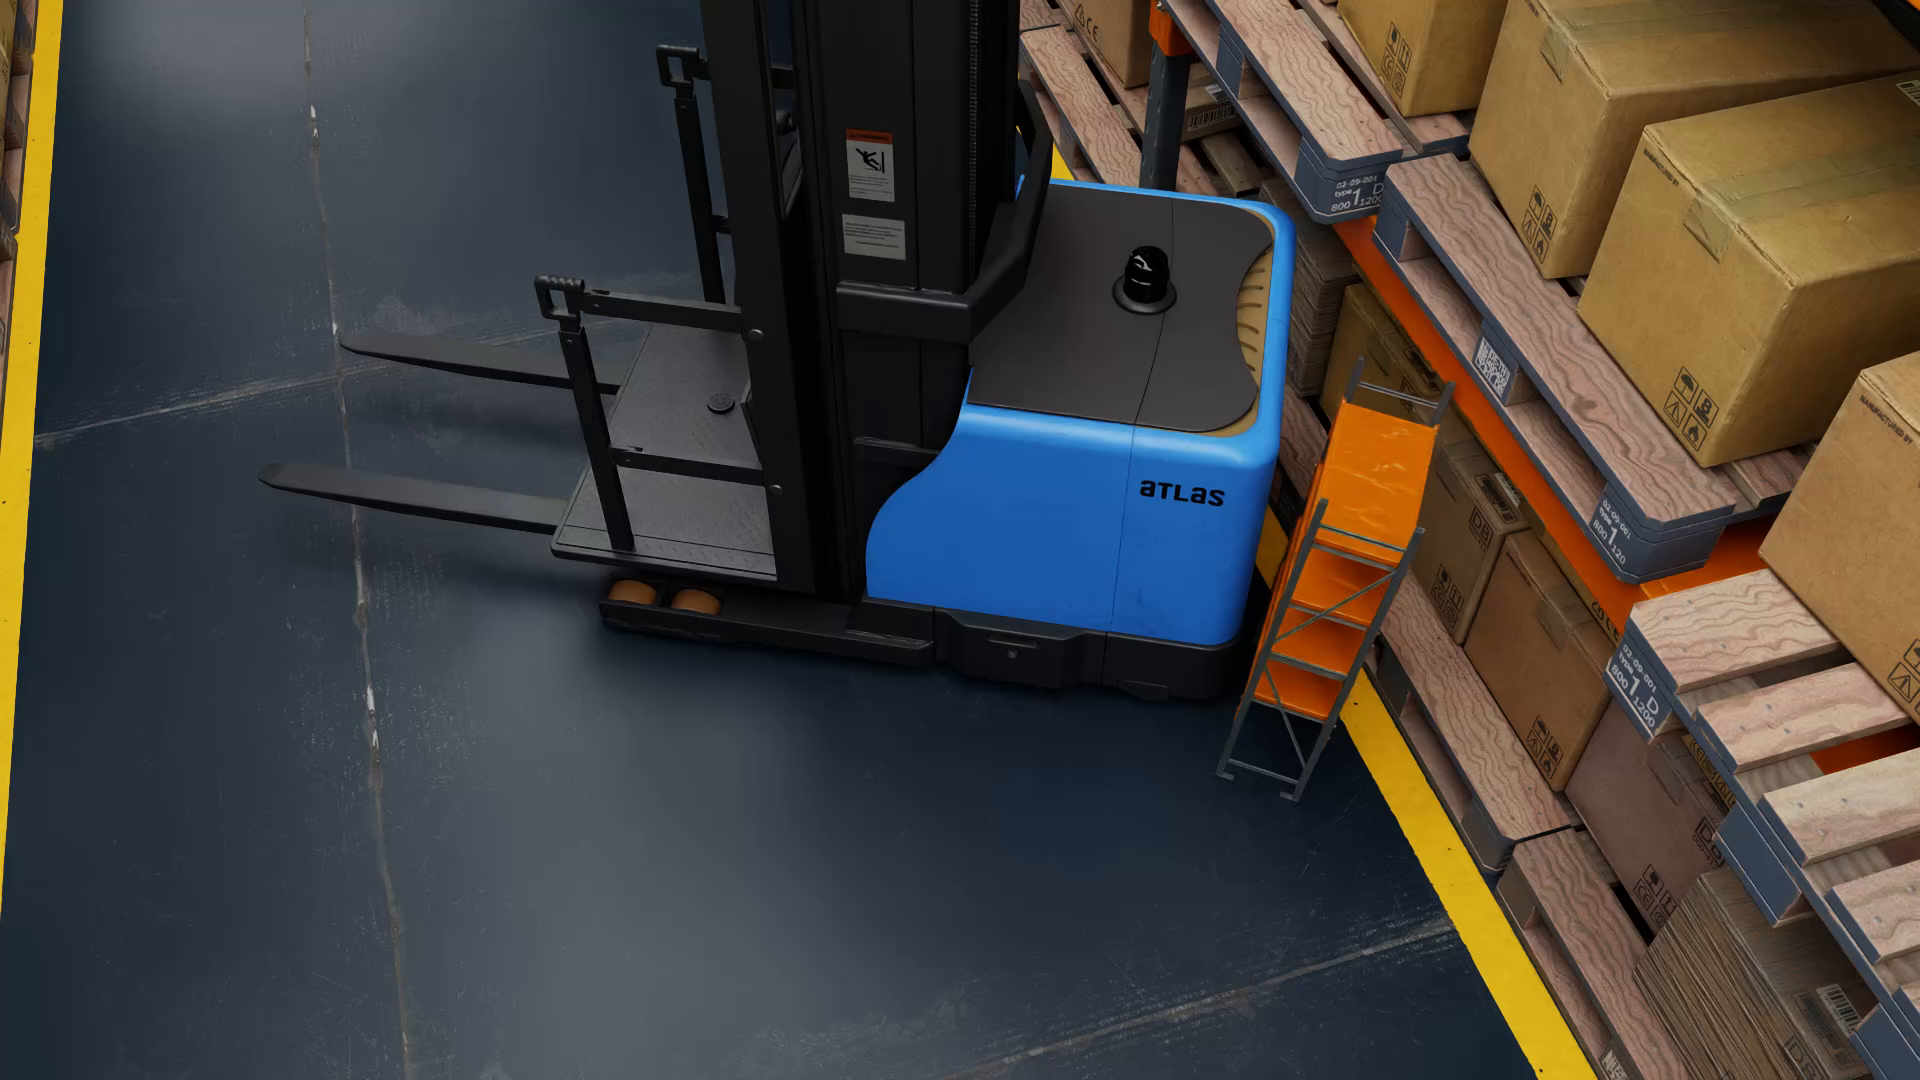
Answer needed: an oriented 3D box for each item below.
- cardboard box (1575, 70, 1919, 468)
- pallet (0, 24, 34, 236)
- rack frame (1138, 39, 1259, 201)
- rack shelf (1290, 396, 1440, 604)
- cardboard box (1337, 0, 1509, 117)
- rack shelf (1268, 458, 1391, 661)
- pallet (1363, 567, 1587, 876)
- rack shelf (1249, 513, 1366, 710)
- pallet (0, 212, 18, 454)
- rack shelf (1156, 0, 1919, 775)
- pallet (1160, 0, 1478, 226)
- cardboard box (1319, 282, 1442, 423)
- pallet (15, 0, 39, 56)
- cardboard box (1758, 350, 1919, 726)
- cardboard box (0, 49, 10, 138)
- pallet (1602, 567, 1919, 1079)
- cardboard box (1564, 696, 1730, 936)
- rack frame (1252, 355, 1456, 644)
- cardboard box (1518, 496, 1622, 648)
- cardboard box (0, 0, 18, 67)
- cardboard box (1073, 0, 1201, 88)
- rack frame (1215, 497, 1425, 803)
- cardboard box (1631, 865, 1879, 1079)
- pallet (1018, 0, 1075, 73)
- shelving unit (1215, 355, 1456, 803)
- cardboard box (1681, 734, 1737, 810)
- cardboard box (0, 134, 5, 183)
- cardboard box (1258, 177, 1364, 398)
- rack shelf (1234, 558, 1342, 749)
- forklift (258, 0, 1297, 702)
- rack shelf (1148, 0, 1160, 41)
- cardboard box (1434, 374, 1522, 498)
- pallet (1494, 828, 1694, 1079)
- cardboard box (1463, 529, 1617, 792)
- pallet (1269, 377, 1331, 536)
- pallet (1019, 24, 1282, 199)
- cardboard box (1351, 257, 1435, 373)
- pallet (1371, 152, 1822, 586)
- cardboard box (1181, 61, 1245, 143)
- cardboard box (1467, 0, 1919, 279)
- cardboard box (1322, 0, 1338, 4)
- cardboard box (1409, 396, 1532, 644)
[{"bbox_3d":[1.767,-0.564,3.410,0.700,0.500,0.500,-13,51,-11],"label":"cardboard box"},{"bbox_3d":[-4.168,-1.526,6.399,1.003,0.211,1.213,-13,51,-11],"label":"pallet"},{"bbox_3d":[1.123,-2.065,5.029,1.000,3.000,0.127,-13,51,-11],"label":"rack frame"},{"bbox_3d":[0.985,-0.104,4.028,0.258,0.148,0.480,18,52,8],"label":"rack shelf"},{"bbox_3d":[1.399,-1.450,4.157,0.700,0.500,0.500,-9,50,-7],"label":"cardboard box"},{"bbox_3d":[0.966,0.043,4.212,0.258,0.148,0.480,18,52,8],"label":"rack shelf"},{"bbox_3d":[1.719,0.295,4.863,1.003,0.211,1.213,-13,51,-11],"label":"pallet"},{"bbox_3d":[0.949,0.182,4.386,0.258,0.148,0.480,18,52,8],"label":"rack shelf"},{"bbox_3d":[-3.804,-0.634,5.646,1.003,0.211,1.213,-13,51,-11],"label":"pallet"},{"bbox_3d":[1.714,-0.372,4.073,1.077,0.370,4.000,-13,51,-11],"label":"rack shelf"},{"bbox_3d":[1.210,-1.412,4.604,1.003,0.211,1.213,-13,51,-11],"label":"pallet"},{"bbox_3d":[1.557,-0.501,5.058,0.700,0.500,0.500,-14,51,-12],"label":"cardboard box"},{"bbox_3d":[-4.525,-2.416,7.148,1.003,0.211,1.213,-13,51,-11],"label":"pallet"},{"bbox_3d":[1.966,-0.061,2.986,0.700,0.500,0.500,-18,52,-14],"label":"cardboard box"},{"bbox_3d":[-3.895,-1.695,6.241,0.500,0.250,0.500,-13,51,-11],"label":"cardboard box"},{"bbox_3d":[1.993,0.422,3.058,1.213,0.211,1.003,-13,51,-11],"label":"pallet"},{"bbox_3d":[2.001,0.604,4.126,0.700,0.500,0.500,-13,51,-11],"label":"cardboard box"},{"bbox_3d":[1.033,-0.036,4.483,0.240,1.200,0.015,18,52,8],"label":"rack frame"},{"bbox_3d":[1.777,-0.040,4.179,0.500,0.250,0.500,-14,51,-11],"label":"cardboard box"},{"bbox_3d":[-4.042,-2.061,6.549,0.500,0.250,0.500,-13,51,-11],"label":"cardboard box"},{"bbox_3d":[0.777,-2.150,6.448,0.500,0.500,0.500,-17,52,-14],"label":"cardboard box"},{"bbox_3d":[0.875,0.317,4.185,0.240,1.200,0.015,18,52,8],"label":"rack frame"},{"bbox_3d":[2.043,1.006,3.787,0.700,0.500,0.500,-13,51,-10],"label":"cardboard box"},{"bbox_3d":[0.526,-2.541,7.254,1.003,0.211,1.213,-13,51,-11],"label":"pallet"},{"bbox_3d":[0.954,0.141,4.334,0.258,1.200,0.503,18,52,8],"label":"shelving unit"},{"bbox_3d":[1.934,0.334,3.863,0.500,0.250,0.500,-12,51,-10],"label":"cardboard box"},{"bbox_3d":[-3.742,-1.331,5.934,0.500,0.250,0.500,-13,51,-11],"label":"cardboard box"},{"bbox_3d":[1.356,-0.867,5.366,0.700,0.500,0.500,-12,51,-10],"label":"cardboard box"},{"bbox_3d":[0.934,0.306,4.541,0.258,0.148,0.480,18,52,8],"label":"rack shelf"},{"bbox_3d":[-0.615,-1.031,4.202,3.031,2.935,1.130,8,50,7],"label":"forklift"},{"bbox_3d":[0.531,-3.294,6.535,1.077,0.370,4.000,-13,51,-11],"label":"rack shelf"},{"bbox_3d":[1.647,-0.409,4.490,0.500,0.250,0.500,-15,51,-12],"label":"cardboard box"},{"bbox_3d":[2.076,1.184,4.114,1.003,0.211,1.213,-13,51,-11],"label":"pallet"},{"bbox_3d":[1.827,0.247,4.427,0.700,0.500,0.500,-14,51,-11],"label":"cardboard box"},{"bbox_3d":[1.354,-0.598,5.616,1.003,0.211,1.213,-13,51,-11],"label":"pallet"},{"bbox_3d":[0.890,-1.649,6.502,1.003,0.211,1.213,-13,51,-11],"label":"pallet"},{"bbox_3d":[1.490,-0.788,4.809,0.500,0.250,0.500,-14,51,-12],"label":"cardboard box"},{"bbox_3d":[1.681,-0.518,3.850,1.003,0.211,1.213,-13,51,-11],"label":"pallet"},{"bbox_3d":[0.936,-1.678,6.268,0.380,0.166,0.250,-19,53,-16],"label":"cardboard box"},{"bbox_3d":[1.623,-0.976,3.758,0.700,0.500,0.500,-7,50,-6],"label":"cardboard box"},{"bbox_3d":[1.240,-1.860,4.503,0.700,0.500,0.500,-13,51,-11],"label":"cardboard box"},{"bbox_3d":[1.669,-0.119,4.736,0.700,0.500,0.500,-13,51,-11],"label":"cardboard box"}]
